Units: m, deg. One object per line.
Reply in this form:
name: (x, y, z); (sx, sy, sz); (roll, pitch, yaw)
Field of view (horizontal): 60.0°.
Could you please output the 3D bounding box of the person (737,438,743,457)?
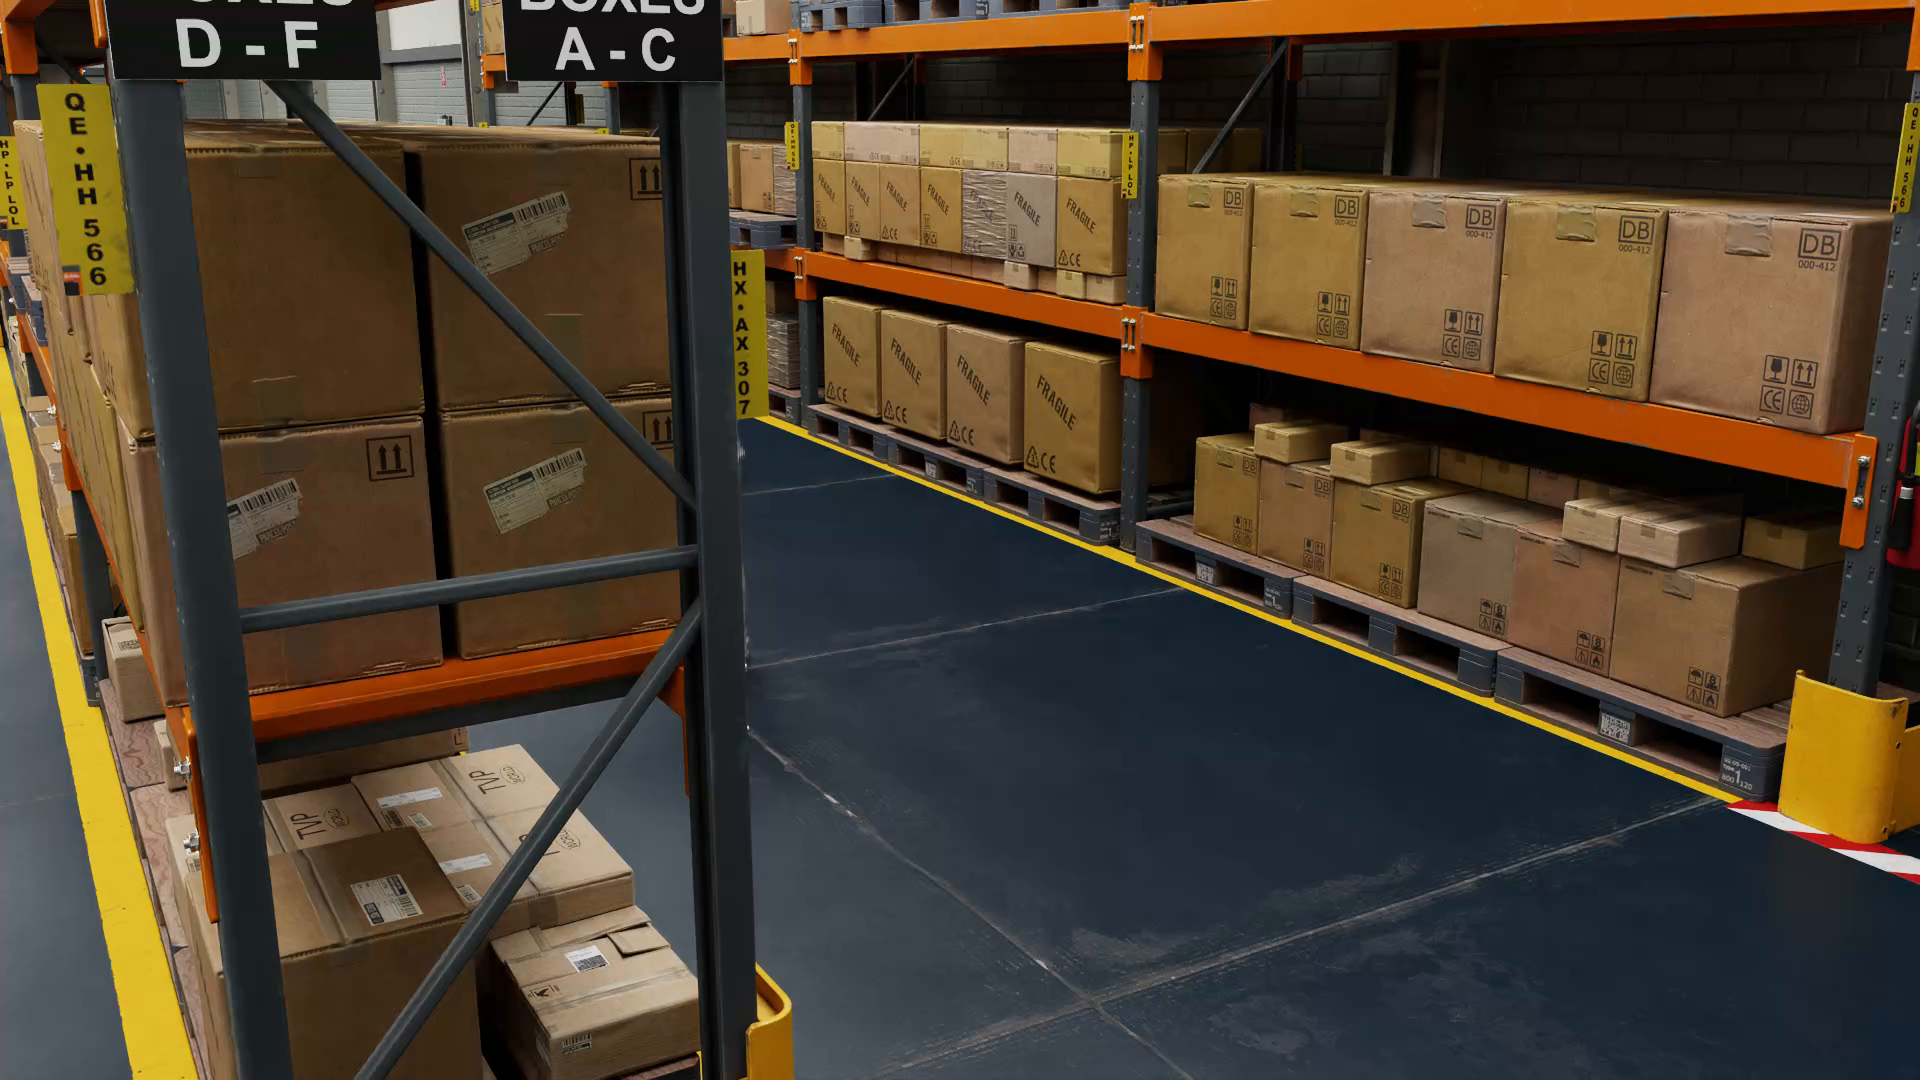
person: (-1.096, -0.589, 6.894); (0.324, 0.602, 0.501); (-8, 17, -28)
